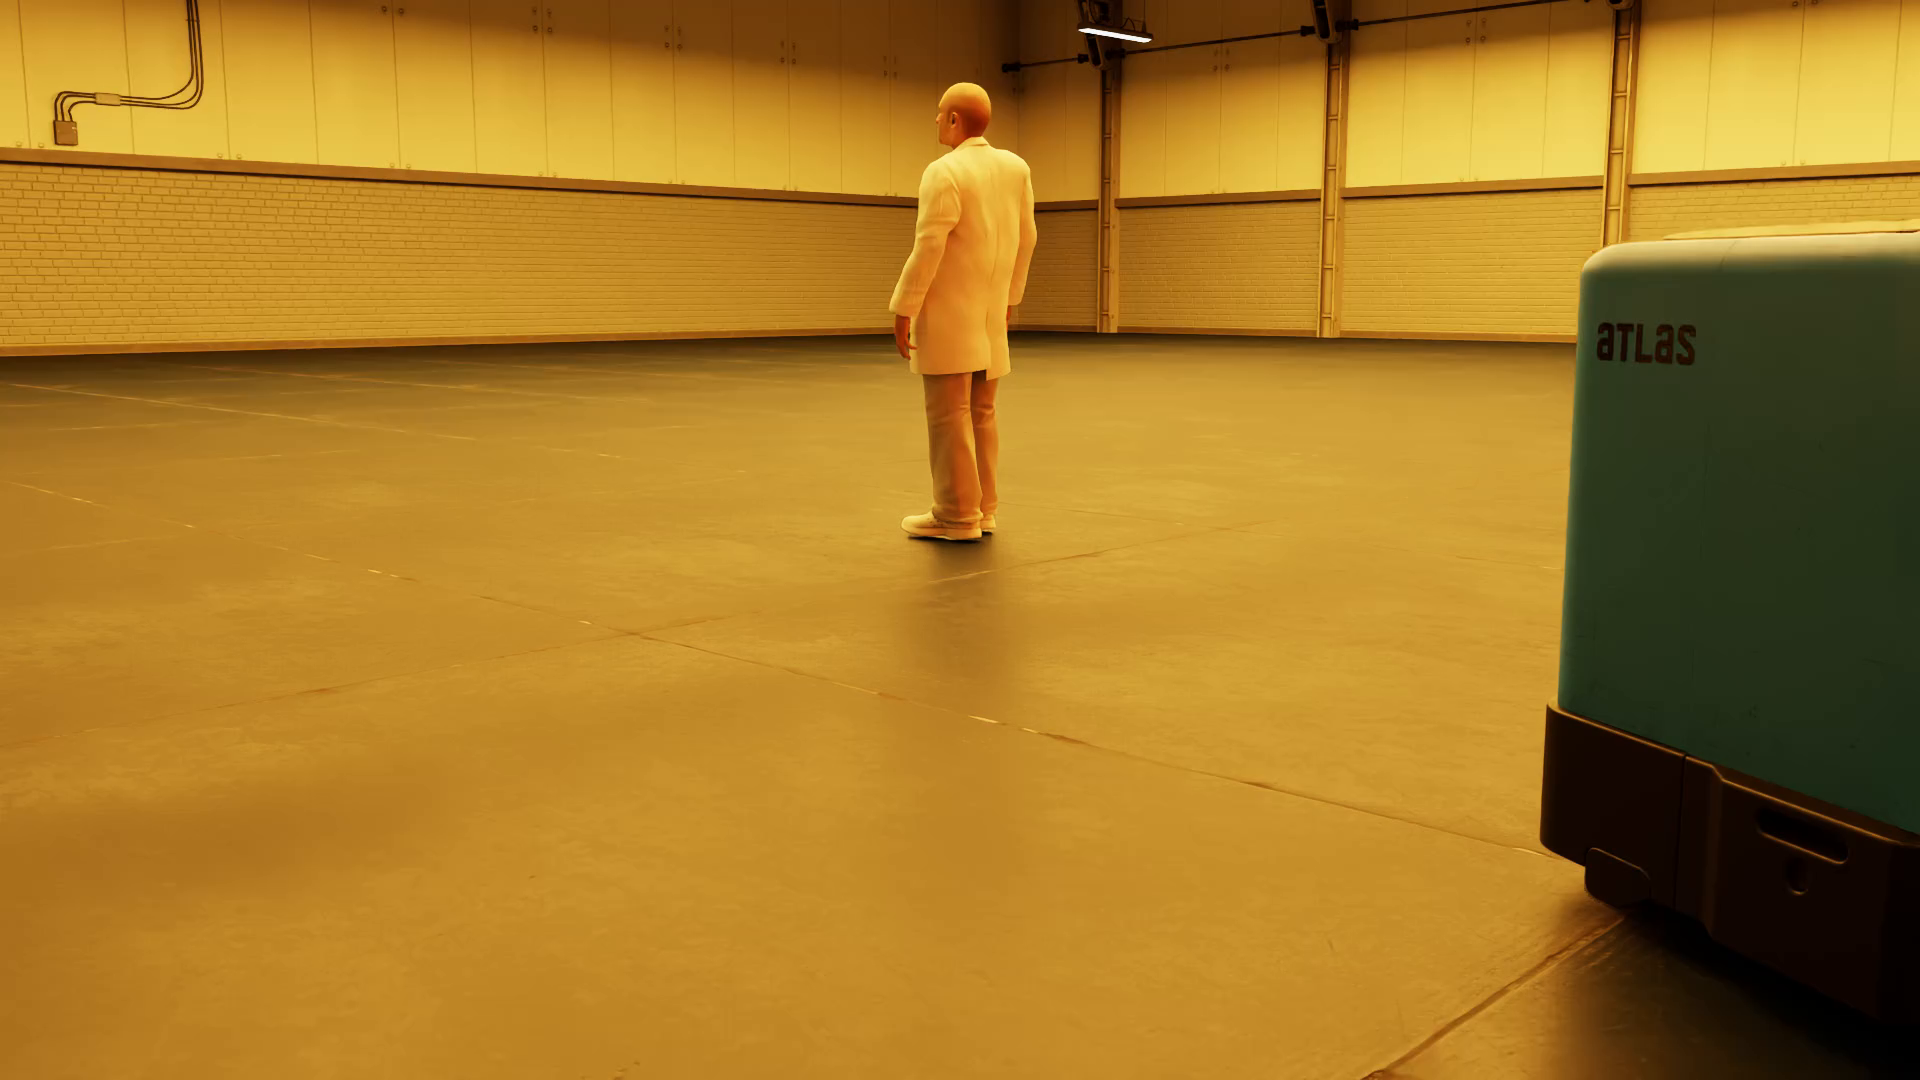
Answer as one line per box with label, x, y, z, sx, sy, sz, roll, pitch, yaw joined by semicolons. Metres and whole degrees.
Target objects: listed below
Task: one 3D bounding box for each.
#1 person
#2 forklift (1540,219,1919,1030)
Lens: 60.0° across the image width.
person;-0.062;-0.896;6.649;0.581;1.775;0.696;8;12;43
forklift;1.954;-0.685;1.423;1.130;2.935;3.031;-3;9;-19
